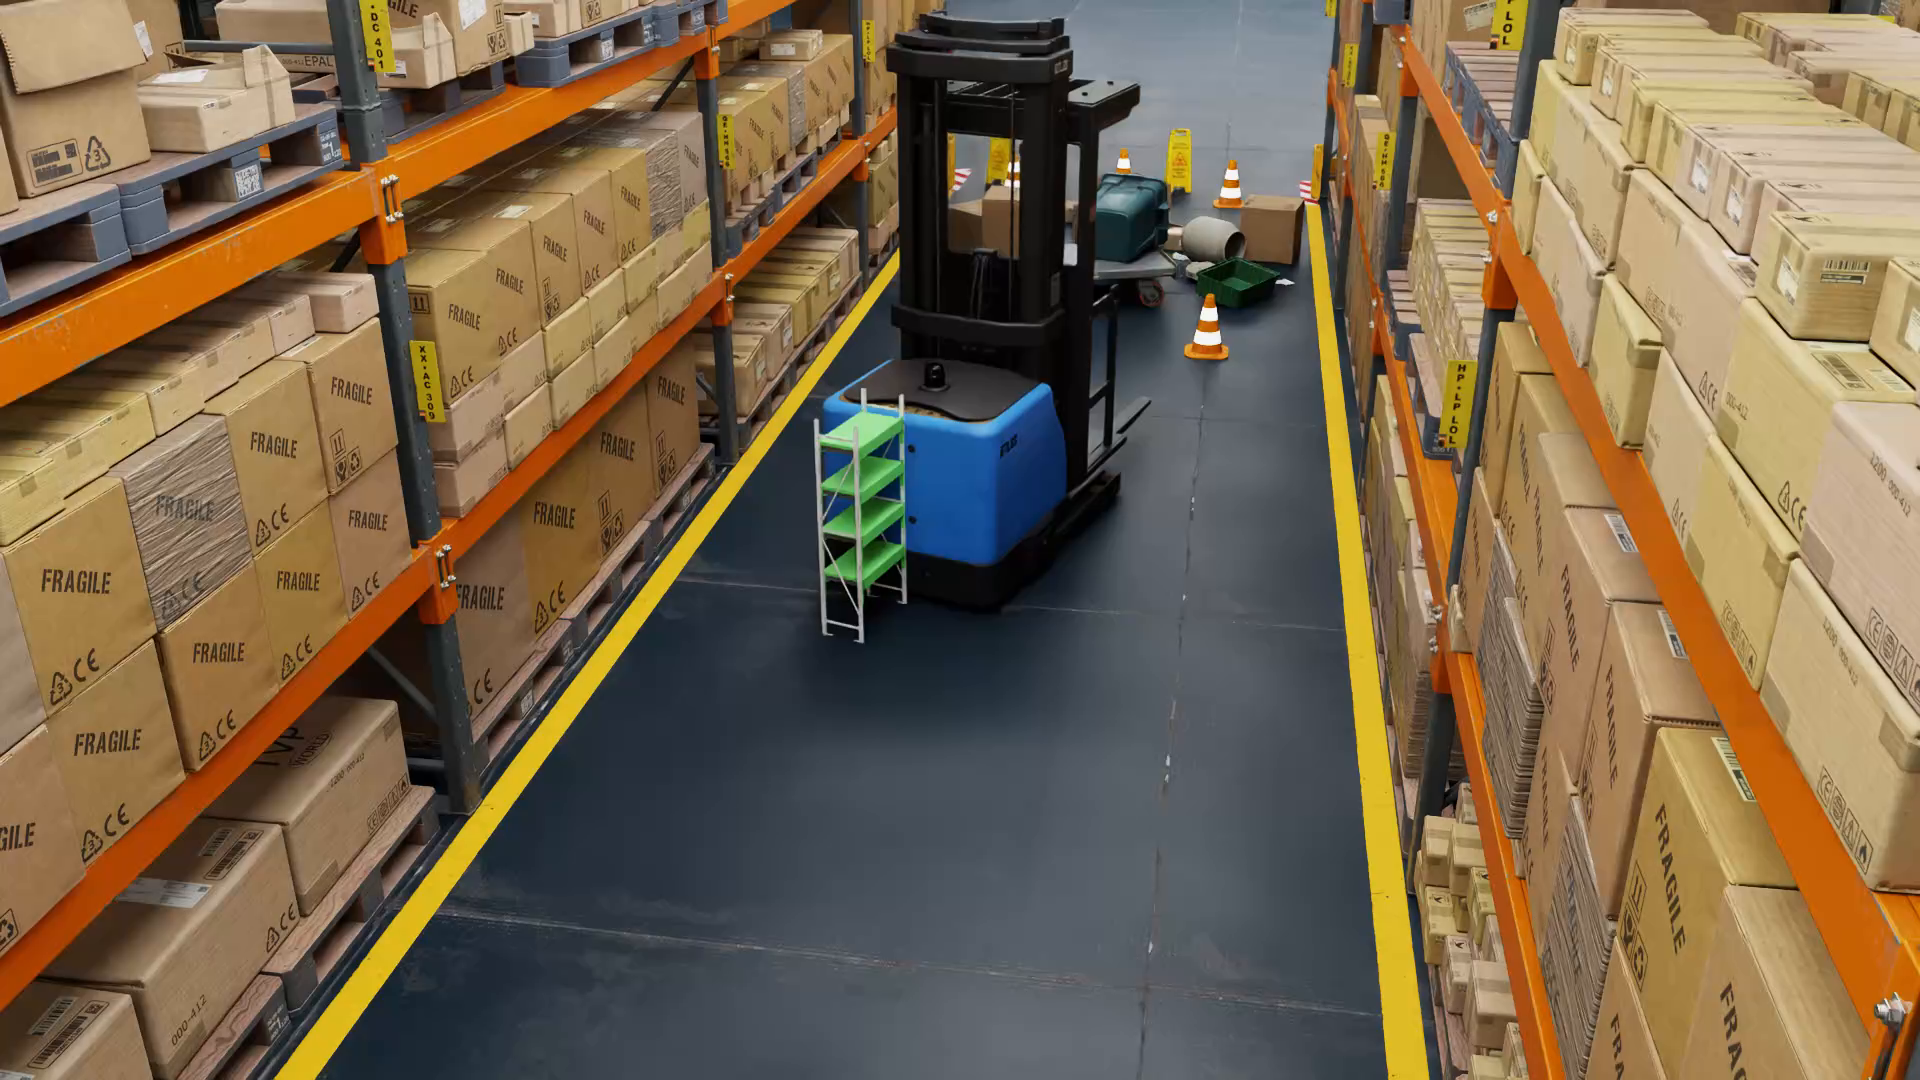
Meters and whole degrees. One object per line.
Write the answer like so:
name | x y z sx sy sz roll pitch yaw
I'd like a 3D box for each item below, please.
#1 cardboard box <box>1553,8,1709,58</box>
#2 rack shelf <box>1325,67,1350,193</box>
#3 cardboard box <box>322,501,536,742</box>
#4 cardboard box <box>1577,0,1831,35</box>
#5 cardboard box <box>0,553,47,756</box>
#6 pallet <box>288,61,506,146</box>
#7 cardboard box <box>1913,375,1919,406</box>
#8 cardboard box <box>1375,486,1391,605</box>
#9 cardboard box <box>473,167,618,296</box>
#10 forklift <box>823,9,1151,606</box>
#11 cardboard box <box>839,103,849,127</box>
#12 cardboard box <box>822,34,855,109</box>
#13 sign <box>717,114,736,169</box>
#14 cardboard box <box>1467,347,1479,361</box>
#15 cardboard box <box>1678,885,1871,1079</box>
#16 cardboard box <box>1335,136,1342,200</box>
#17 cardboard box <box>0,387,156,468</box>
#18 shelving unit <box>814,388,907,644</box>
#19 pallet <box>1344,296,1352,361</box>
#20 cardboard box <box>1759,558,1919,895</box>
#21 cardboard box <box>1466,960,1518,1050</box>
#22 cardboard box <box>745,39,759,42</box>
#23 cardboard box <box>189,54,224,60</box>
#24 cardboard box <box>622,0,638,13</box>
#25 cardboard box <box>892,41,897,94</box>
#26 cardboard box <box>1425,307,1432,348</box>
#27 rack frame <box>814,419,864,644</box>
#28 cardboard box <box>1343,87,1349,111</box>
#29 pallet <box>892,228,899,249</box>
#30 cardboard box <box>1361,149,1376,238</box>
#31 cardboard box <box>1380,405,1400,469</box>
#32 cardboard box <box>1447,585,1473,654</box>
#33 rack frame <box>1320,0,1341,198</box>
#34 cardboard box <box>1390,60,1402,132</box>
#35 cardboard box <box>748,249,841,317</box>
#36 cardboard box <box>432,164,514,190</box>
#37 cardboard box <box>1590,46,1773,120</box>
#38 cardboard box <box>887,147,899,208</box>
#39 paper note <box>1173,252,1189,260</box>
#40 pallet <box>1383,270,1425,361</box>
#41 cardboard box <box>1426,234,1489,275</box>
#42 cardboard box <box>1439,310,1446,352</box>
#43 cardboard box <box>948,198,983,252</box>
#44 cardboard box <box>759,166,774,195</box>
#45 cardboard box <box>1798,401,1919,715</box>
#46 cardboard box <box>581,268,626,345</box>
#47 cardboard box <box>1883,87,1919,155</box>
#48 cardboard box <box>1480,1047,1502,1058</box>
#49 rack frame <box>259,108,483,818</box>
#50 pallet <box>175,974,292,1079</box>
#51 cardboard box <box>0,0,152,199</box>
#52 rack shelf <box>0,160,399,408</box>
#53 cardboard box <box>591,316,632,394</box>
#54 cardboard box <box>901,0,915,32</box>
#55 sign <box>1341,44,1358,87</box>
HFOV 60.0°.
cardboard box | 2.017 -1.510 5.015 0.380 0.149 0.250 4 25 8
rack shelf | 3.938 -3.773 15.122 1.077 0.370 4.000 4 25 9
cardboard box | -2.574 0.290 7.604 0.875 0.875 0.875 5 26 10
cardboard box | 2.474 -1.662 5.610 0.700 0.500 0.500 4 25 9
cardboard box | -2.737 0.344 4.180 0.500 0.500 0.500 4 25 8
pallet | -2.495 -1.876 6.908 0.805 0.209 1.217 3 25 6
cardboard box | 1.530 -0.199 2.215 0.380 0.149 0.250 4 25 9
cardboard box | 2.432 0.056 8.546 0.500 0.500 0.500 3 25 7
cardboard box | -2.022 -1.521 8.163 0.500 0.500 0.500 4 25 8
forklift | 0.343 -1.570 9.646 1.130 2.935 3.031 11 27 23
cardboard box | -1.101 -3.406 13.288 0.380 0.149 0.250 4 25 9
cardboard box | -1.138 -3.725 13.205 0.500 0.500 0.500 4 25 8
sign | -1.395 -2.378 9.926 0.100 0.325 0.005 4 25 9
cardboard box | 2.264 -0.665 6.731 0.380 0.149 0.250 3 25 7
cardboard box | 1.479 0.915 2.610 0.500 0.500 0.500 4 25 7
cardboard box | 4.219 -3.875 16.502 0.875 0.875 0.875 4 25 9
cardboard box | -2.604 -0.328 4.851 0.380 0.149 0.250 3 25 7
shelving unit | -0.503 -0.124 8.599 0.258 1.200 0.503 11 27 23
pallet | 3.559 -1.672 13.073 1.003 0.211 1.213 4 25 9
cardboard box | 1.463 0.257 2.302 0.500 0.250 0.500 3 25 7
cardboard box | 1.804 1.476 5.224 0.380 0.149 0.250 5 25 10
cardboard box | -1.649 -3.757 13.275 0.500 0.500 0.500 5 25 10
cardboard box | -6.140 -3.879 13.615 0.380 0.149 0.250 4 25 8
cardboard box | -1.823 -2.778 8.272 0.396 0.266 0.258 3 25 7
cardboard box | -0.788 -4.329 14.991 0.500 0.500 0.500 4 25 8
cardboard box | 2.514 -1.044 8.242 0.380 0.149 0.250 5 26 10
rack frame | -0.608 -0.030 8.399 0.240 1.200 0.015 11 27 23
cardboard box | 3.919 -4.164 14.930 0.875 0.550 0.500 4 25 9
pallet | -1.017 -3.096 16.114 1.003 0.211 1.213 4 25 9
cardboard box | 2.931 -2.260 10.921 0.500 0.500 0.500 4 25 8
cardboard box | 2.523 -0.504 8.857 0.500 0.250 0.500 4 25 8
cardboard box | 1.934 0.293 5.883 0.380 0.149 0.250 5 26 10
rack frame | 4.265 -4.936 16.756 1.000 3.000 0.127 4 25 9
cardboard box | 3.287 -2.915 11.142 0.700 0.500 0.500 4 25 8
cardboard box | -1.486 -2.043 13.181 0.950 0.372 0.625 6 26 12
cardboard box | -2.522 -1.565 8.258 0.500 0.500 0.500 4 25 9
cardboard box | 1.867 -1.184 4.319 0.380 0.149 0.250 3 25 7
cardboard box | -0.850 -3.301 15.127 0.500 0.500 0.500 5 26 11
paper note | 2.028 -2.609 15.298 0.172 0.023 0.155 13 28 26
pallet | 2.946 -1.198 8.996 1.213 0.211 1.003 4 25 9
cardboard box | 2.561 -1.430 8.366 0.380 0.149 0.250 3 25 6
cardboard box | 2.431 -0.961 7.715 0.380 0.149 0.250 5 26 10
cardboard box | 0.229 -2.786 15.110 0.500 0.500 0.500 -20 32 -36
cardboard box | -1.471 -2.431 11.206 0.380 0.149 0.250 4 25 9
cardboard box | 1.474 0.029 2.199 0.500 0.250 0.500 3 25 7
cardboard box | -1.999 -1.181 8.323 0.500 0.250 0.500 3 25 7
cardboard box | 2.336 -0.922 3.760 0.380 0.149 0.250 4 25 8
cardboard box | 1.856 1.621 5.264 0.380 0.149 0.250 5 26 11
rack frame | -2.596 -0.218 6.677 1.000 3.000 0.127 4 25 9
pallet | -2.995 1.870 5.507 1.003 0.211 1.213 4 25 9
cardboard box | -2.785 -1.292 4.699 0.797 0.503 0.637 6 26 13
rack shelf | -2.923 -0.414 4.406 1.077 0.370 4.000 4 25 9
cardboard box | -1.991 -0.954 8.426 0.500 0.250 0.500 4 25 8
cardboard box | -0.789 -4.786 14.787 0.700 0.500 0.500 3 25 7
sign | 3.063 -3.729 13.063 0.100 0.325 0.005 4 25 9
